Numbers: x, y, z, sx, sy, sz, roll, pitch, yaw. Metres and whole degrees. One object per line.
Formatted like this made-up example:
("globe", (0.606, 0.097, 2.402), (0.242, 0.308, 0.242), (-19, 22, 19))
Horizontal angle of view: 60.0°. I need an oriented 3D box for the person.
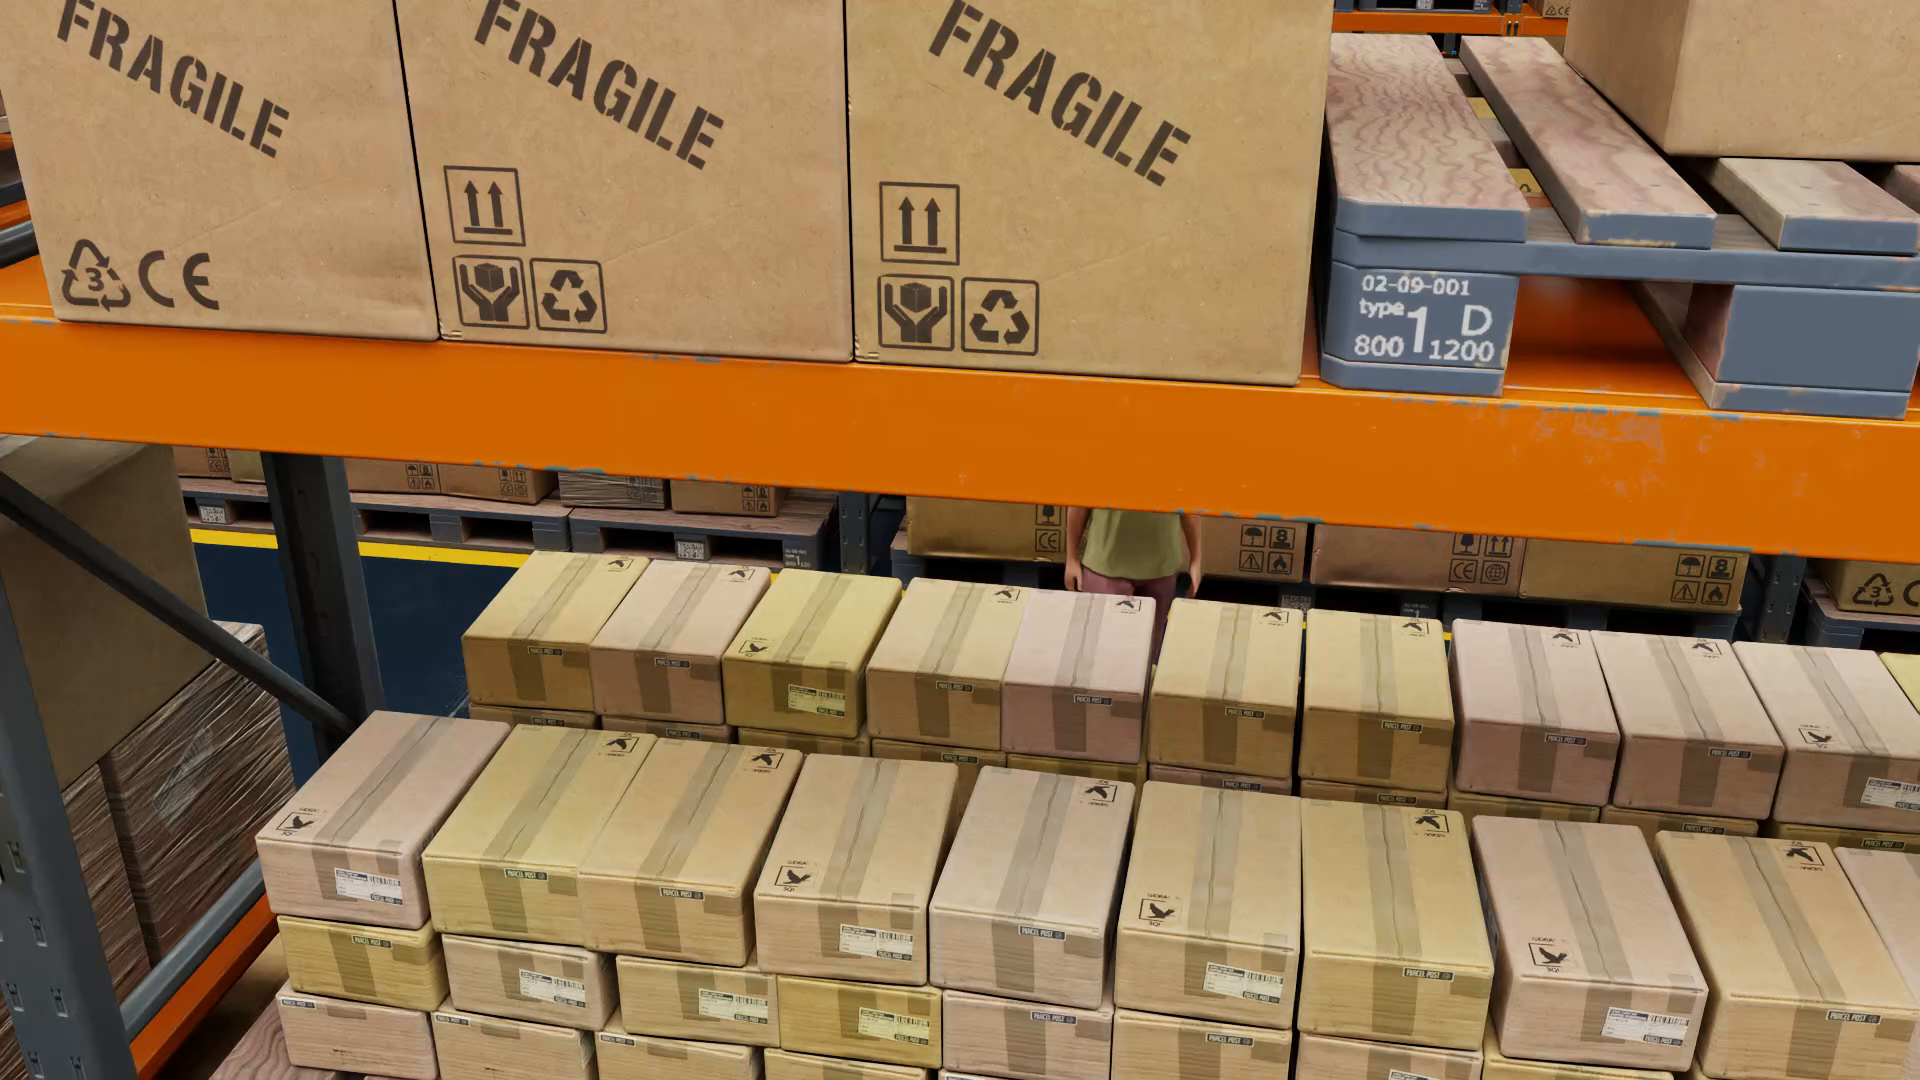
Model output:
("person", (0.625, 0.108, 5.852), (0.461, 1.666, 0.401), (4, 25, 9))
